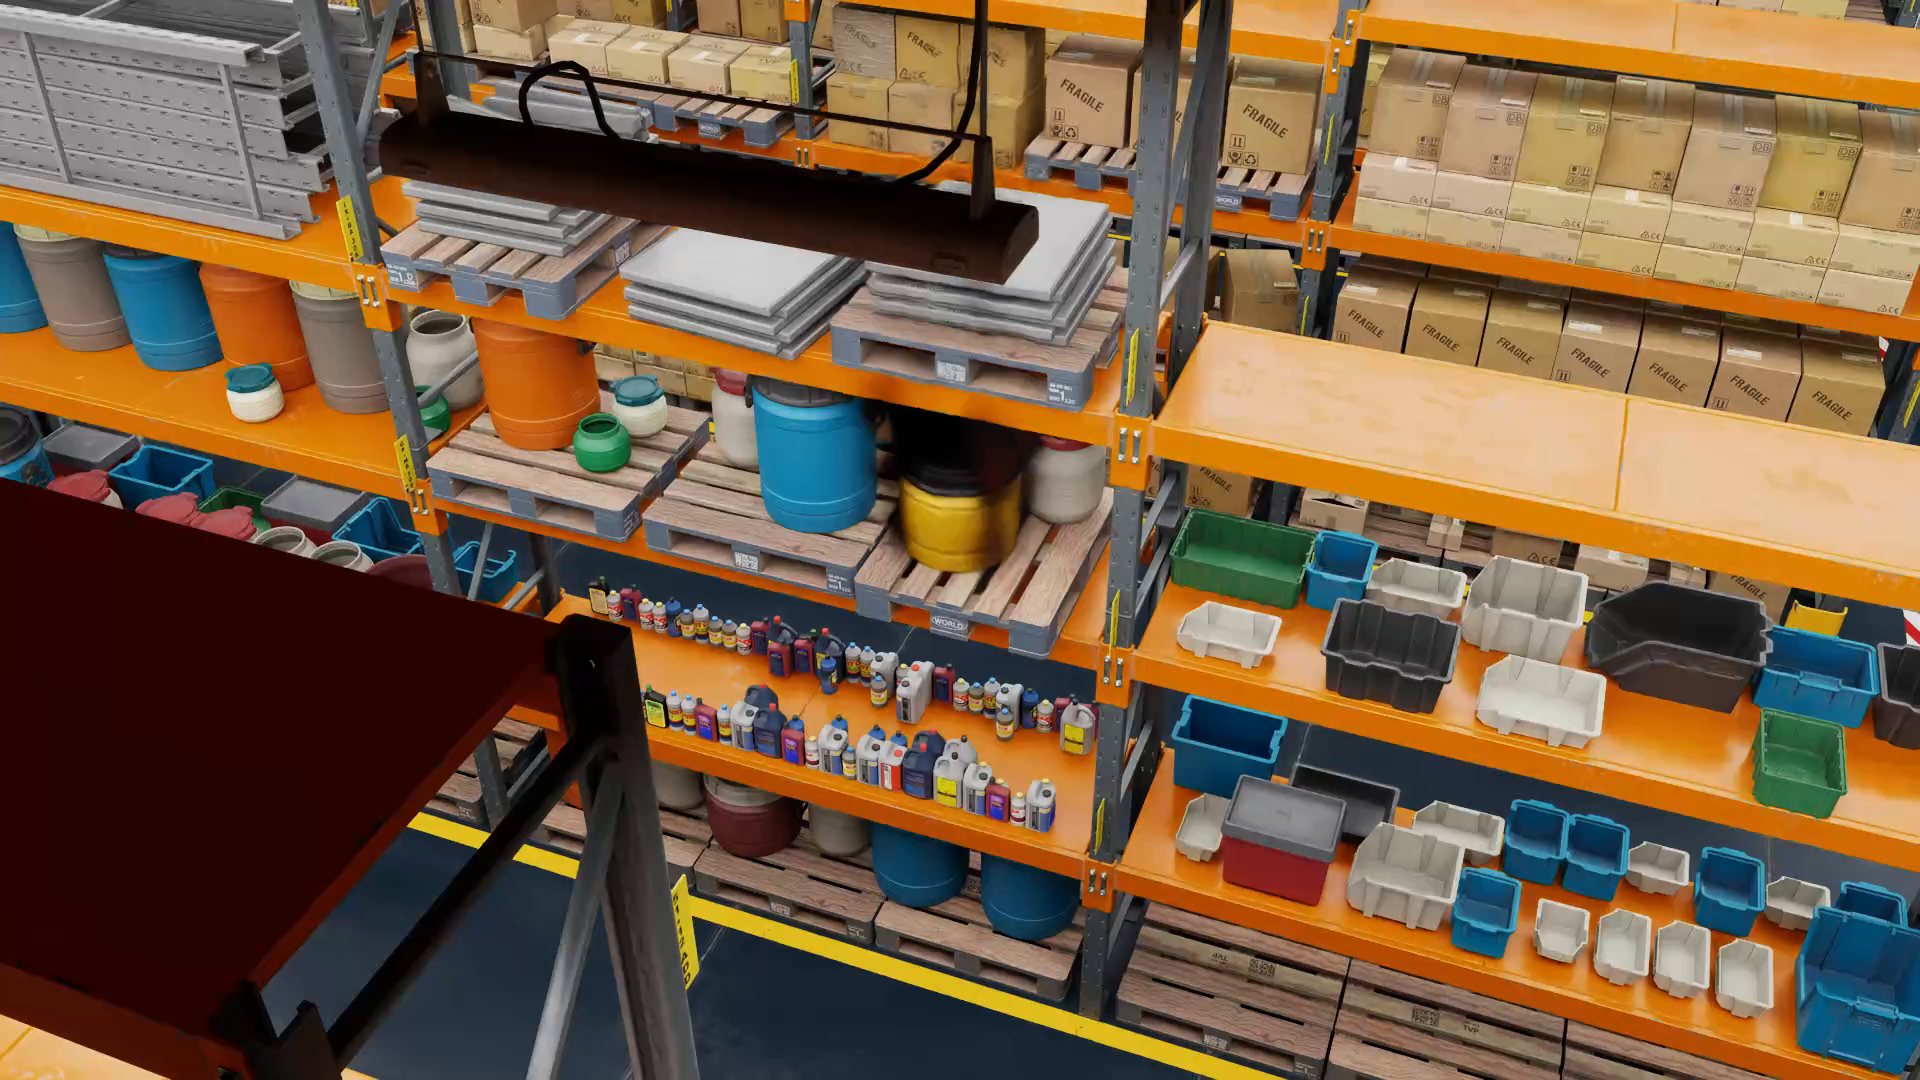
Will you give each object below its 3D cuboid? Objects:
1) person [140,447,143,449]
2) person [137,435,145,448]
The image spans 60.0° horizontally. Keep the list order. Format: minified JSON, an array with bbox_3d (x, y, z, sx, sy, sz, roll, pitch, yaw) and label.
[{"bbox_3d":[-7.253,-1.364,13.718,1.013,1.749,0.709,8,37,10],"label":"person"},{"bbox_3d":[-6.620,-0.901,13.133,0.588,1.740,0.647,10,38,13],"label":"person"}]
